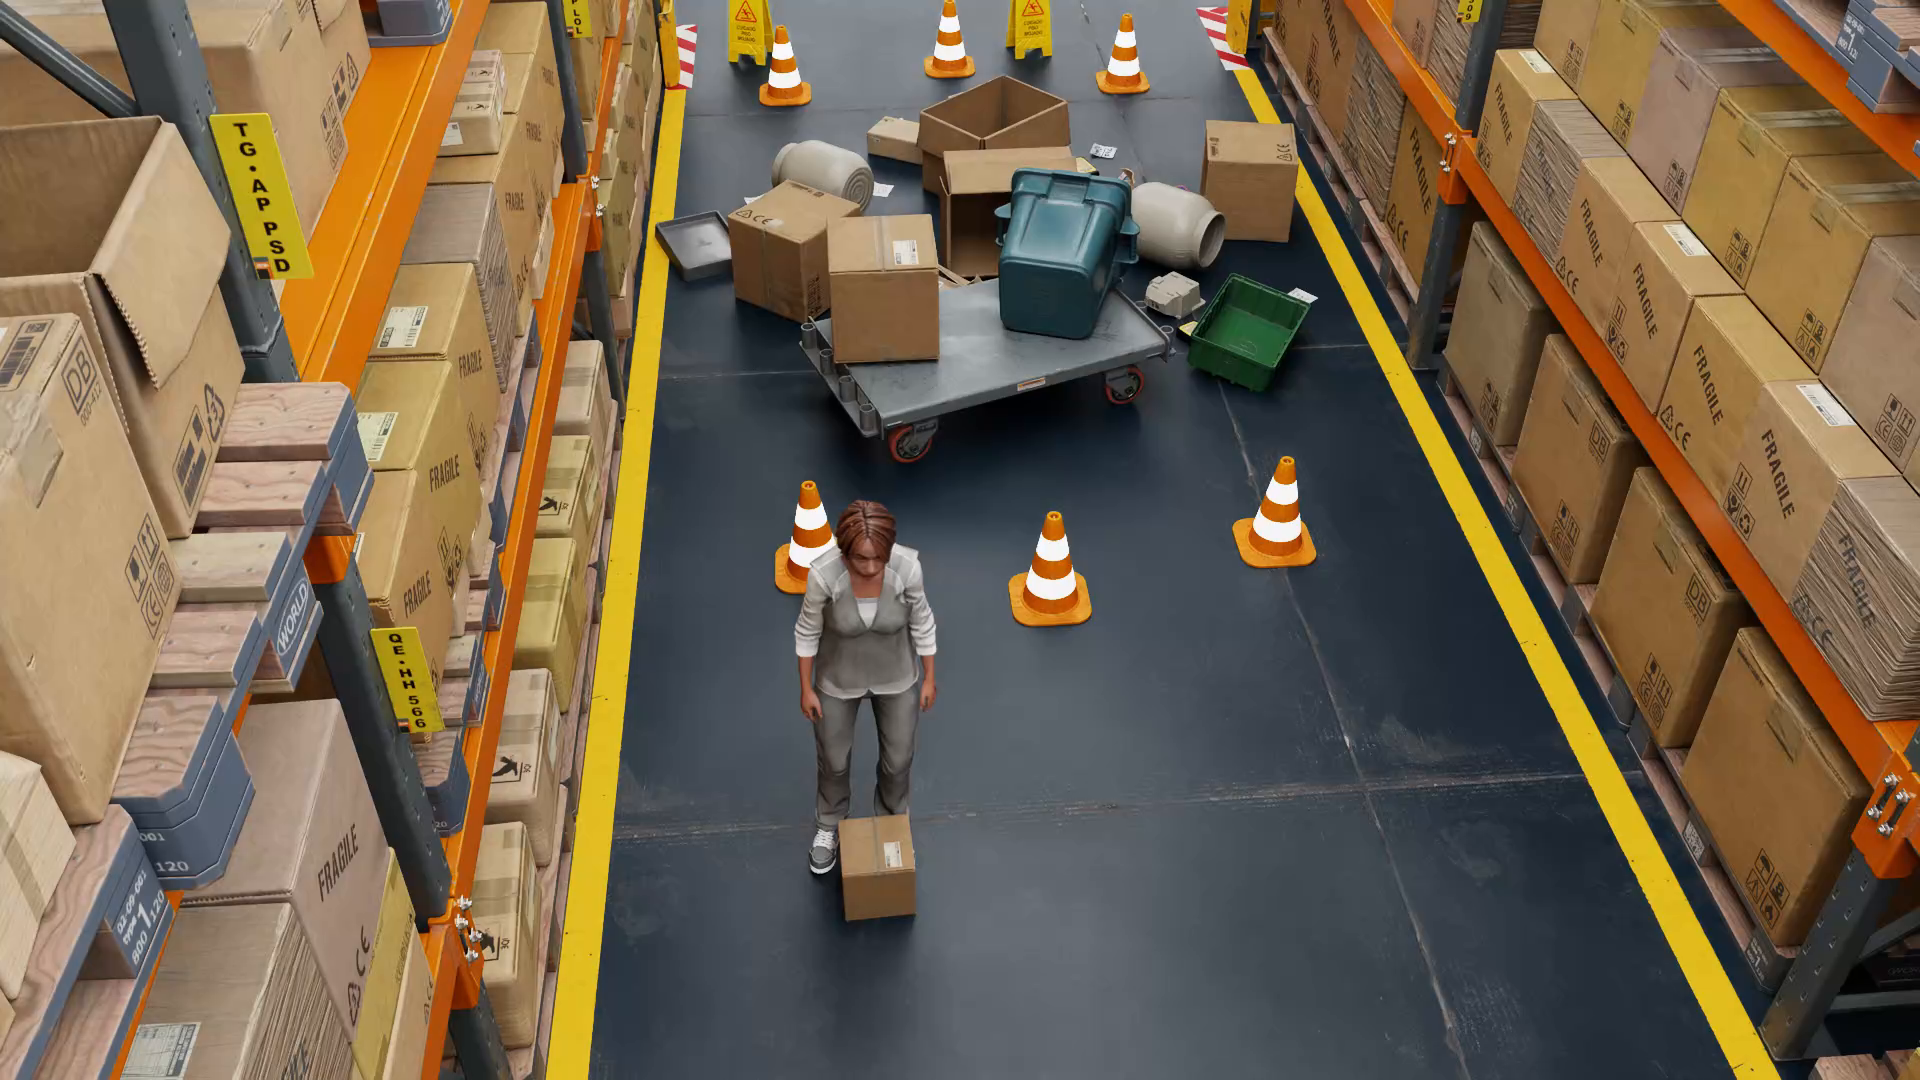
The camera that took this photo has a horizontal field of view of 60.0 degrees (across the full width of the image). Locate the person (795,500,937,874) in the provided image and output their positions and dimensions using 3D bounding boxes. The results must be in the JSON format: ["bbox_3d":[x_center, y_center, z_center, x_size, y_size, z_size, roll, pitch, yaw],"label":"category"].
[{"bbox_3d":[-0.314,0.489,5.573,0.484,1.594,0.369,-5,40,-6],"label":"person"}]
